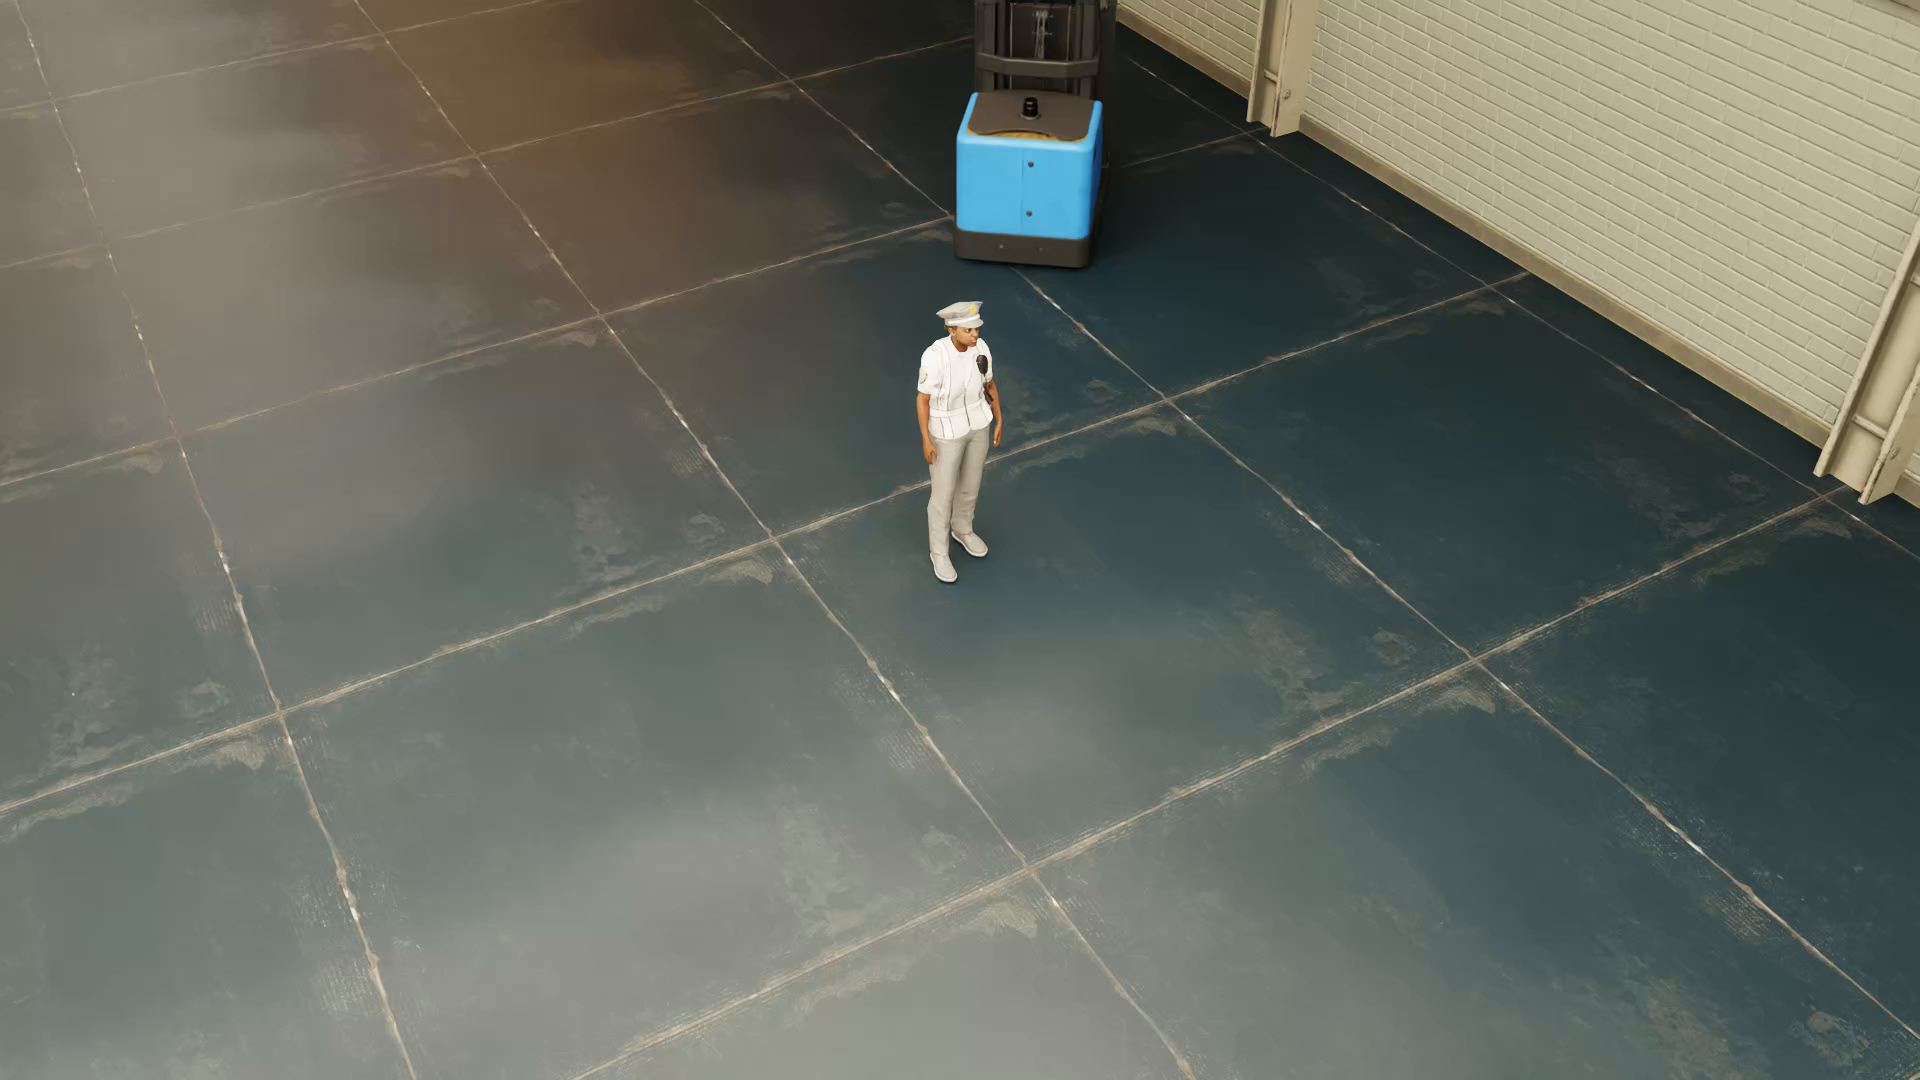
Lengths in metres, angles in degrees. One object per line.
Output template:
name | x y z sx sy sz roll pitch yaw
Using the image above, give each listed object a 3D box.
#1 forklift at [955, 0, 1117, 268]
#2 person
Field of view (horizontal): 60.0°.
forklift | 0.697 -4.155 13.046 1.130 2.935 3.031 6 40 7
person | 0.020 -0.609 9.730 0.569 1.692 0.530 -20 44 -23
